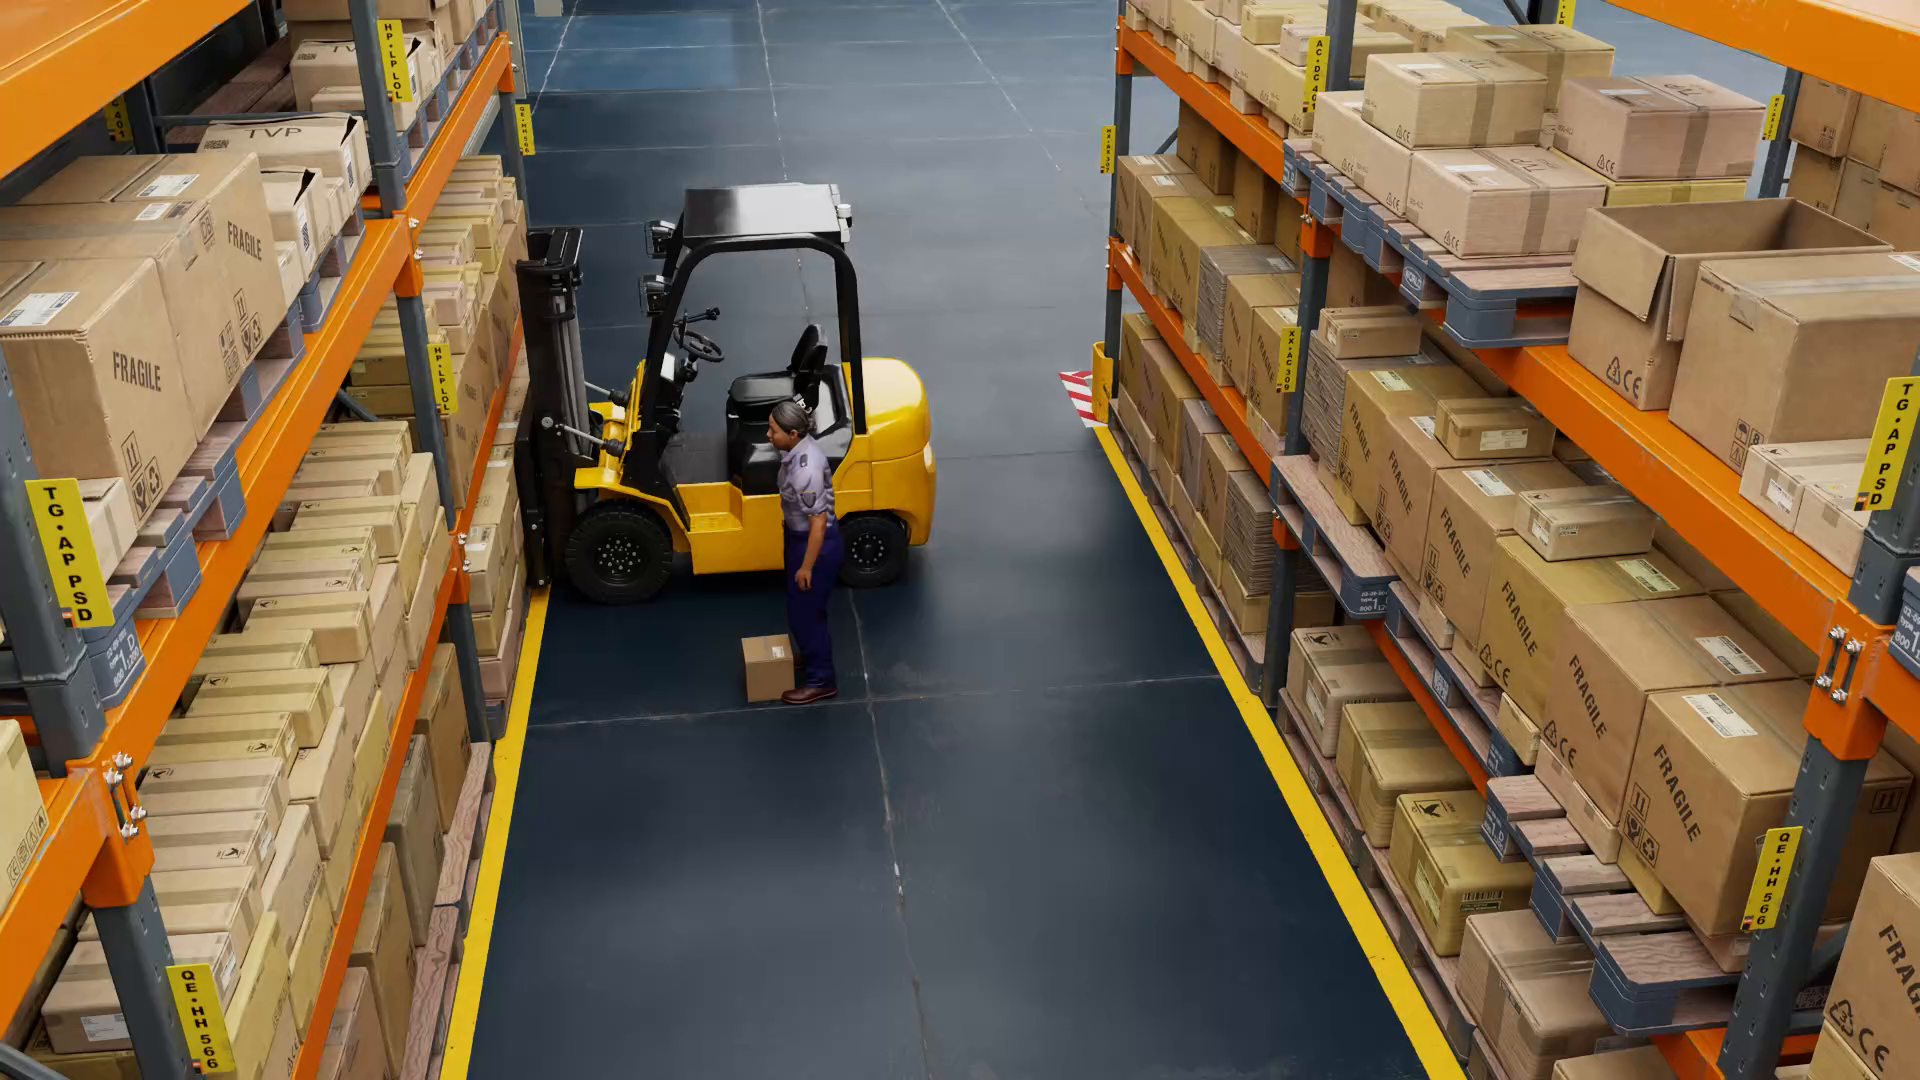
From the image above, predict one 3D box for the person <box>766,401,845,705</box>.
[{"bbox_3d":[-0.787,0.039,8.551,0.368,1.653,0.563,-5,28,-10],"label":"person"}]
